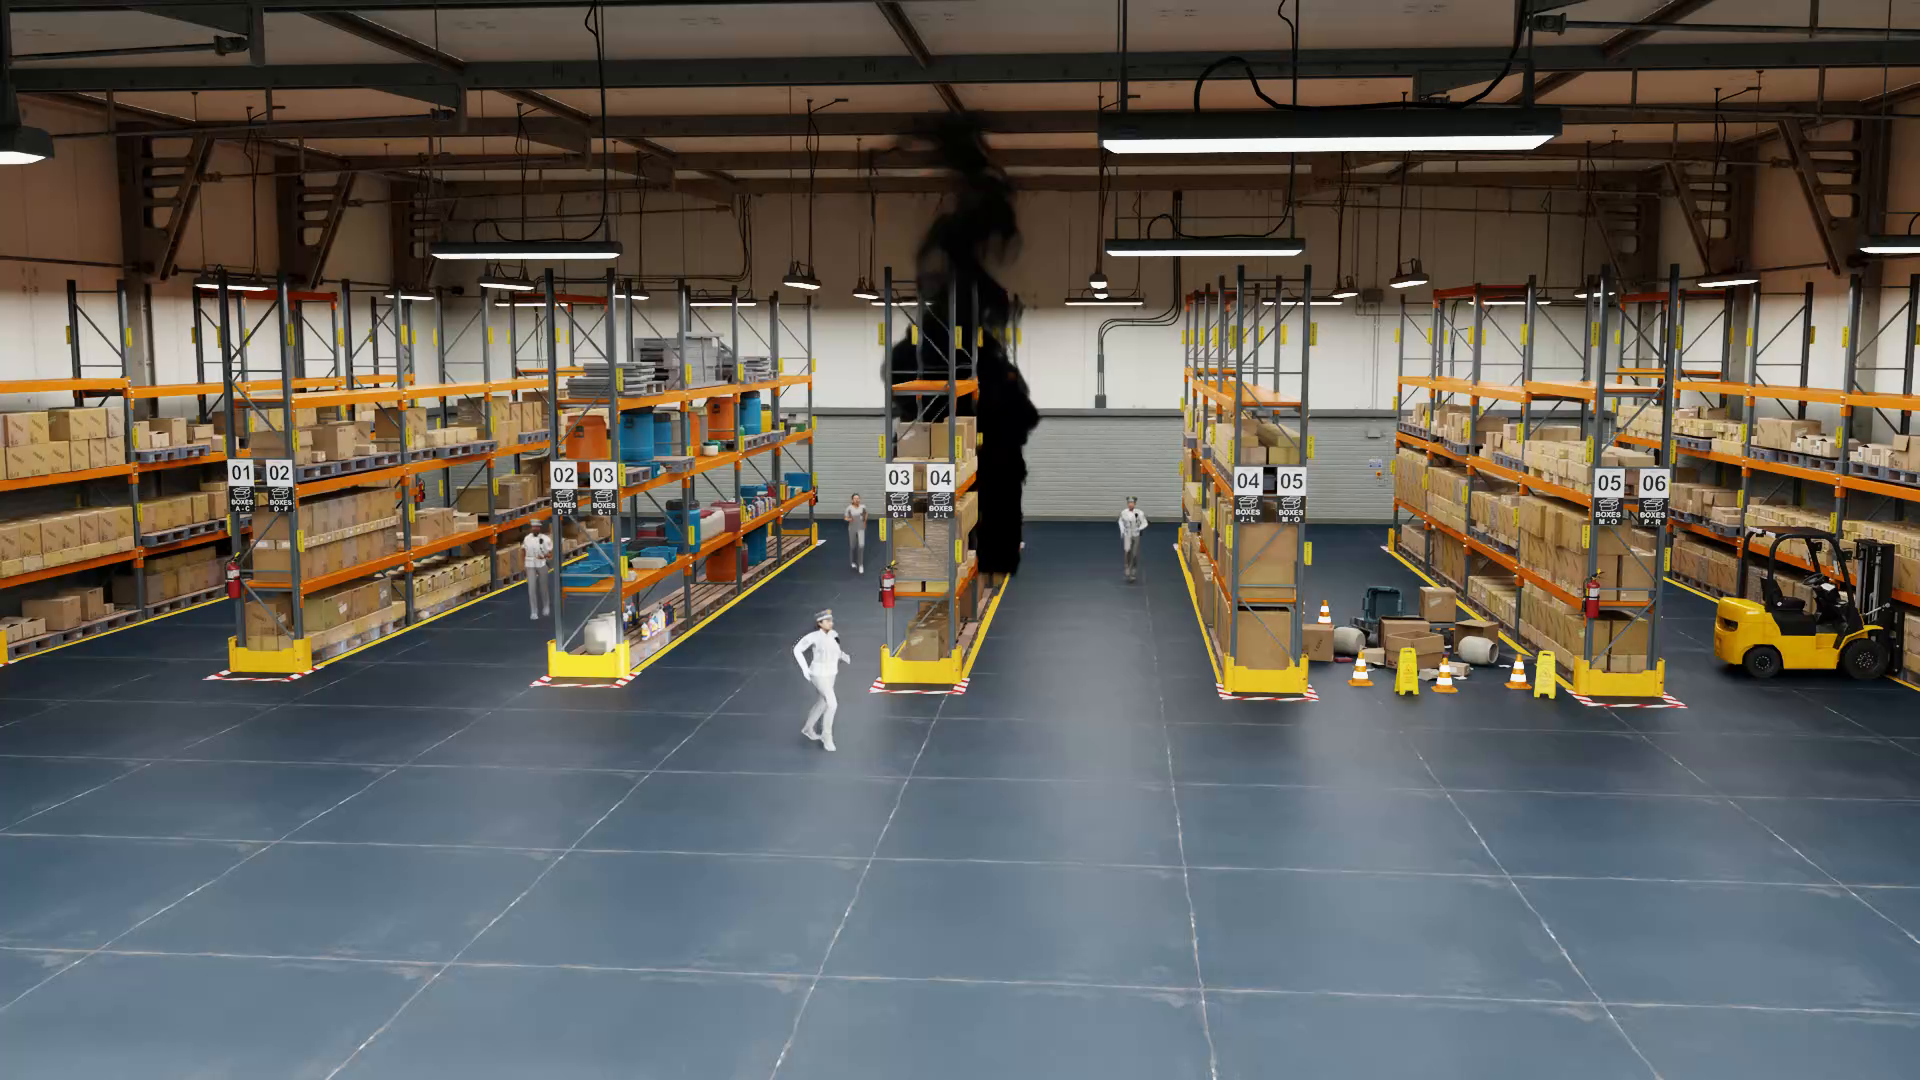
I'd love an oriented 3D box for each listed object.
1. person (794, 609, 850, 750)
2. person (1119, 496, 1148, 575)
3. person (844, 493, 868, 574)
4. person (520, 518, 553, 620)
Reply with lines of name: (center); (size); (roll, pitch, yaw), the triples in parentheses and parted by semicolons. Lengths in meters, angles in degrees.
person: (-1.666, 1.707, 20.442); (0.728, 1.746, 0.598); (5, 8, 35)
person: (3.508, -0.085, 33.746); (0.606, 1.653, 0.845); (1, 7, 11)
person: (-2.230, -0.163, 35.724); (0.511, 1.713, 0.825); (-1, 7, -5)
person: (-7.154, 0.476, 28.103); (0.588, 1.690, 0.770); (0, 7, -3)
